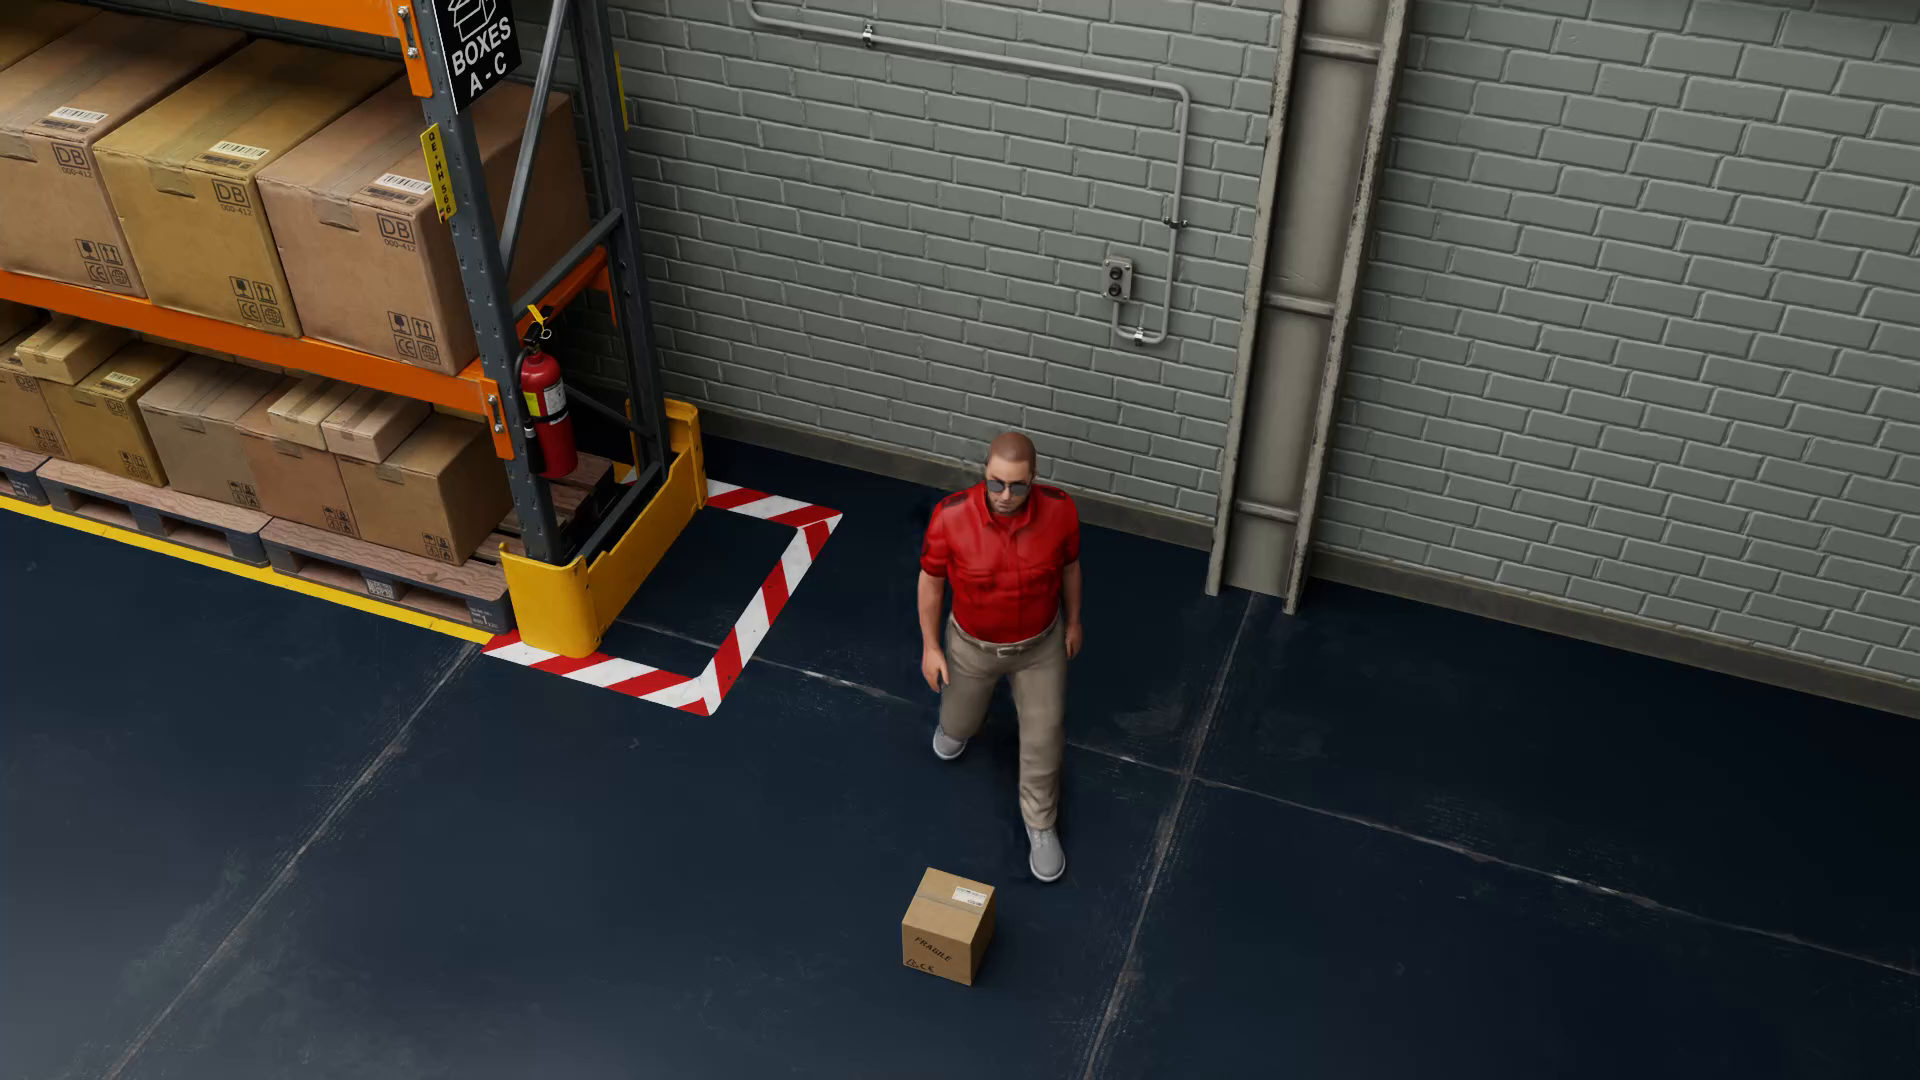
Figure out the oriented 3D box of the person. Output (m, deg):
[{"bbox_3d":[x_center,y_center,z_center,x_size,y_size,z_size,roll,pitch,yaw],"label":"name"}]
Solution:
[{"bbox_3d":[0.154,0.341,5.783,0.593,1.687,0.880,-5,41,-6],"label":"person"}]
